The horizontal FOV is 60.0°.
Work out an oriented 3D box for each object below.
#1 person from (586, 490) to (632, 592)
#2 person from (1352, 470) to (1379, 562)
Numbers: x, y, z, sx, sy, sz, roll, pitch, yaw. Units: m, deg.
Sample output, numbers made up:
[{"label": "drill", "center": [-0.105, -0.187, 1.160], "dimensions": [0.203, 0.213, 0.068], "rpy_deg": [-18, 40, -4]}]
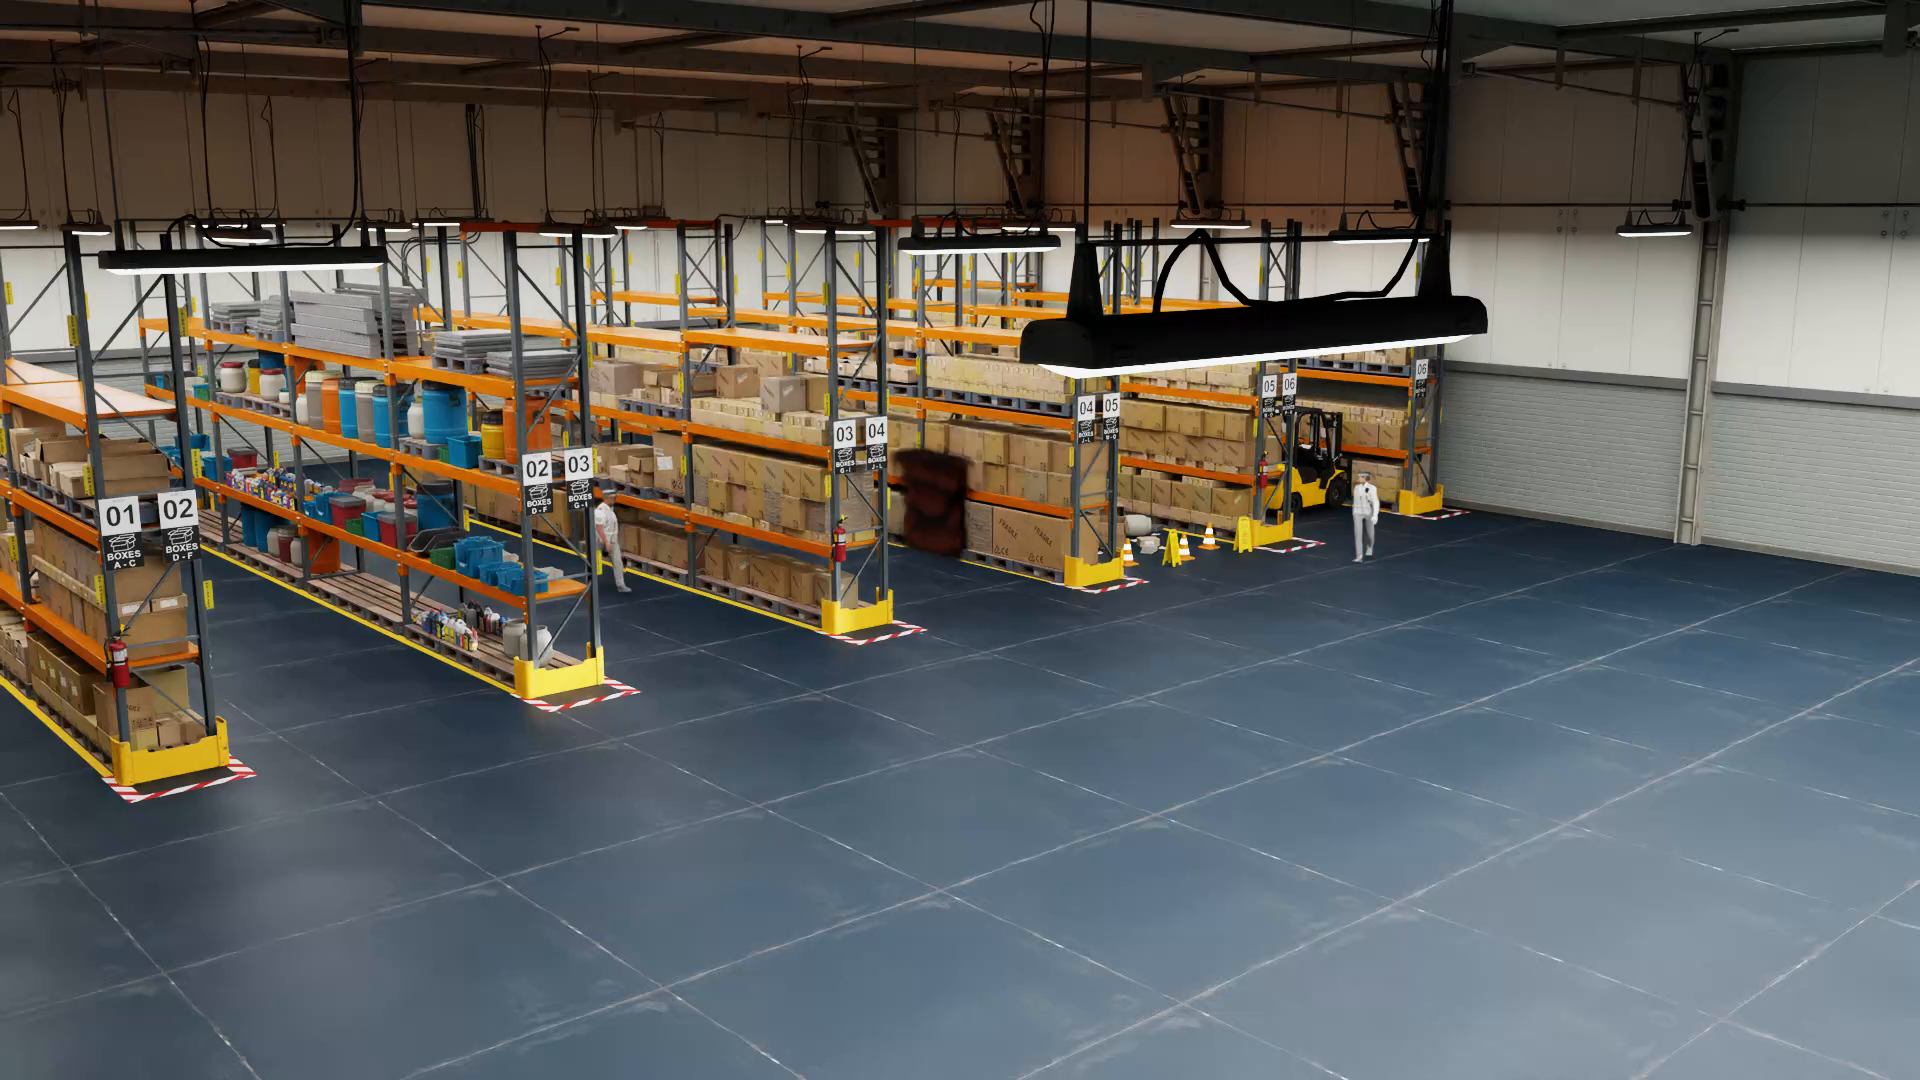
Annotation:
[{"label": "person", "center": [-5.850, 0.007, 27.518], "dimensions": [0.496, 1.693, 1.048], "rpy_deg": [-10, 15, -40]}, {"label": "person", "center": [7.273, -0.430, 29.848], "dimensions": [0.465, 1.642, 0.794], "rpy_deg": [3, 12, 15]}]
